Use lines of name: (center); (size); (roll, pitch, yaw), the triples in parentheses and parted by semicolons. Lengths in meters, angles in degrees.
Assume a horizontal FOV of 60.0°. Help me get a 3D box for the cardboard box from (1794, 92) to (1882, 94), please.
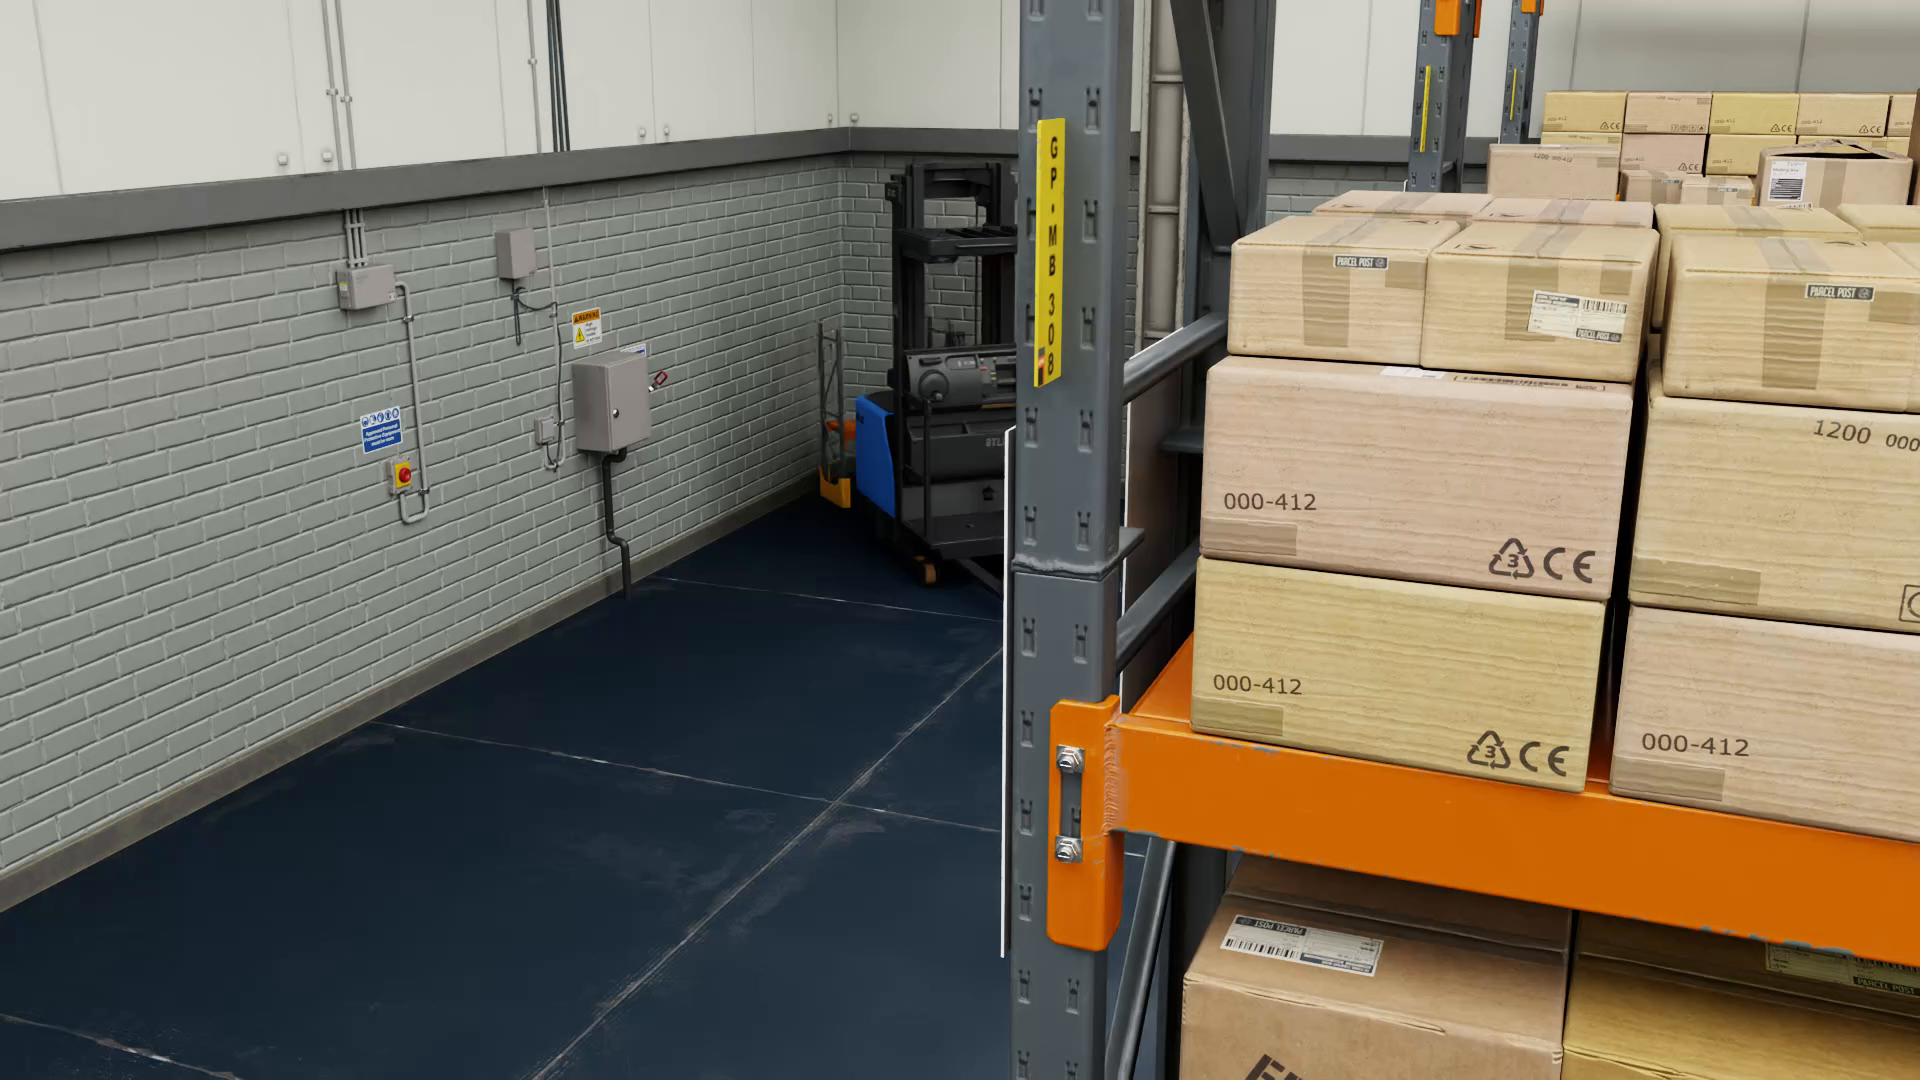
cardboard box: (5.791, -2.838, 11.029); (0.500, 0.250, 0.500); (6, 17, 21)

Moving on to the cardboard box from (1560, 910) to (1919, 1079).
cardboard box: (1.104, 0.854, 2.345); (0.500, 0.500, 0.500); (7, 18, 22)

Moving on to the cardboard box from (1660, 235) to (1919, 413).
cardboard box: (0.986, -0.270, 2.000); (0.250, 0.149, 0.380); (6, 17, 21)

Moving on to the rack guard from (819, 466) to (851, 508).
rack guard: (-1.074, -0.457, 14.256); (0.087, 0.250, 0.587); (-7, 15, -23)

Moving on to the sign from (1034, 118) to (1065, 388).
sign: (0.113, -0.359, 2.082); (0.005, 0.325, 0.100); (6, 17, 21)

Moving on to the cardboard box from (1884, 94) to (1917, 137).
cardboard box: (6.072, -2.657, 10.403); (0.500, 0.250, 0.500); (7, 17, 22)

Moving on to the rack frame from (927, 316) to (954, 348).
rack frame: (-0.158, -1.179, 14.503); (0.032, 1.500, 0.500); (-7, 15, -23)

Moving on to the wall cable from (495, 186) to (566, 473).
wall cable: (-2.710, -1.361, 10.661); (0.122, 1.984, 0.588); (6, 17, 21)

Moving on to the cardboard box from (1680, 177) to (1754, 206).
cardboard box: (2.962, -1.332, 6.521); (0.250, 0.149, 0.380); (7, 18, 23)

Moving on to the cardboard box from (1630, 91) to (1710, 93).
cardboard box: (4.852, -2.946, 11.401); (0.500, 0.250, 0.500); (6, 17, 19)

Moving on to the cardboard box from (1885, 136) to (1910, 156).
cardboard box: (6.073, -2.414, 10.463); (0.500, 0.250, 0.500); (7, 17, 22)

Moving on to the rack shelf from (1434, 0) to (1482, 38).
rack shelf: (3.895, -2.073, 6.180); (4.000, 0.370, 1.077); (6, 17, 21)

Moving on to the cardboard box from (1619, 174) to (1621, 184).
cardboard box: (4.503, -2.557, 11.673); (0.250, 0.149, 0.380); (7, 17, 22)

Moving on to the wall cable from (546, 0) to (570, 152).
wall cable: (-2.025, -4.255, 11.623); (0.133, 3.039, 2.988); (6, 17, 21)

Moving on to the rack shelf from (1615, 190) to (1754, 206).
rack shelf: (5.713, -2.112, 10.978); (4.000, 0.370, 1.077); (6, 17, 21)

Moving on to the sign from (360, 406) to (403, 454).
sign: (-3.294, -0.628, 9.472); (0.001, 0.218, 0.327); (6, 17, 21)

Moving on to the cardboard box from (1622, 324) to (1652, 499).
cardboard box: (0.834, -0.267, 2.705); (0.500, 0.250, 0.500); (6, 17, 19)

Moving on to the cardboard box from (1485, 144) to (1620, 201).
cardboard box: (2.486, -1.529, 7.017); (0.500, 0.250, 0.500); (5, 17, 16)

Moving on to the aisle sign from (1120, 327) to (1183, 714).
aisle sign: (0.354, 0.027, 3.039); (0.004, 0.787, 0.394); (6, 17, 21)

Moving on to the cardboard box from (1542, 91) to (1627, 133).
cardboard box: (4.173, -2.862, 11.112); (0.500, 0.250, 0.500); (6, 17, 20)

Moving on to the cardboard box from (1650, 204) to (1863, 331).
cardboard box: (1.162, -0.405, 2.466); (0.250, 0.149, 0.380); (6, 17, 19)

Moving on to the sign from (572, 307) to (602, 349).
sign: (-2.526, -1.438, 11.265); (0.001, 0.242, 0.339); (6, 17, 21)

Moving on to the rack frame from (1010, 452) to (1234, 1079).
rack frame: (0.312, 1.360, 3.107); (0.127, 3.000, 1.000); (6, 17, 21)

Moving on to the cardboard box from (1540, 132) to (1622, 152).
cardboard box: (4.165, -2.617, 11.162); (0.500, 0.250, 0.500); (6, 17, 20)

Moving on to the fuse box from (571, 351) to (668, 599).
fuse box: (-2.313, -0.416, 11.536); (0.414, 1.711, 0.539); (6, 17, 21)

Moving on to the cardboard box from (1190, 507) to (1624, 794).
cardboard box: (0.636, 0.104, 2.323); (0.500, 0.250, 0.500); (7, 18, 23)

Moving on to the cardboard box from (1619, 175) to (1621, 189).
cardboard box: (4.549, -2.398, 11.123); (0.250, 0.149, 0.380); (6, 17, 21)

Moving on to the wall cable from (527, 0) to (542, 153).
wall cable: (-3.082, -3.518, 9.152); (0.029, 3.000, 2.355); (6, 17, 21)

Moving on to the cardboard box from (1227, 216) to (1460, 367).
cardboard box: (0.530, -0.347, 2.267); (0.250, 0.149, 0.380); (6, 17, 20)

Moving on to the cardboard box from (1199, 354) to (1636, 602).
cardboard box: (0.635, -0.135, 2.250); (0.500, 0.250, 0.500); (7, 17, 22)

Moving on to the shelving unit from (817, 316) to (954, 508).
shelving unit: (-0.630, -1.120, 14.300); (1.083, 1.500, 0.587); (-7, 15, -23)

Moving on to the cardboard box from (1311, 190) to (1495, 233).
cardboard box: (0.729, -0.482, 2.730); (0.250, 0.149, 0.380); (6, 17, 20)

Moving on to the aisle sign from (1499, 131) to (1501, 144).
aisle sign: (3.681, -2.401, 11.400); (0.004, 0.787, 0.394); (6, 17, 21)

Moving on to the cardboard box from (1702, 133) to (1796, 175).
cardboard box: (5.117, -2.514, 10.809); (0.500, 0.250, 0.500); (6, 17, 19)

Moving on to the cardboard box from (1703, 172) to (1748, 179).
cardboard box: (4.990, -2.321, 10.858); (0.250, 0.149, 0.380); (6, 17, 20)

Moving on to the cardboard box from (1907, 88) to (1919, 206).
cardboard box: (3.855, -1.427, 6.216); (0.500, 0.500, 0.500); (7, 17, 22)

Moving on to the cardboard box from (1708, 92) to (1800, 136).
cardboard box: (5.112, -2.758, 10.751); (0.500, 0.250, 0.500); (6, 17, 20)

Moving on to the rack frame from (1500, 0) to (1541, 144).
rack frame: (3.852, -4.102, 11.164); (0.127, 3.000, 1.000); (6, 17, 21)

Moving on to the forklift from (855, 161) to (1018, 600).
forklift: (0.135, -1.207, 12.073); (1.130, 2.935, 3.031); (-6, 17, -20)

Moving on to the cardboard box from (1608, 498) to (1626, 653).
cardboard box: (0.832, -0.030, 2.786); (0.500, 0.250, 0.500); (6, 17, 19)
